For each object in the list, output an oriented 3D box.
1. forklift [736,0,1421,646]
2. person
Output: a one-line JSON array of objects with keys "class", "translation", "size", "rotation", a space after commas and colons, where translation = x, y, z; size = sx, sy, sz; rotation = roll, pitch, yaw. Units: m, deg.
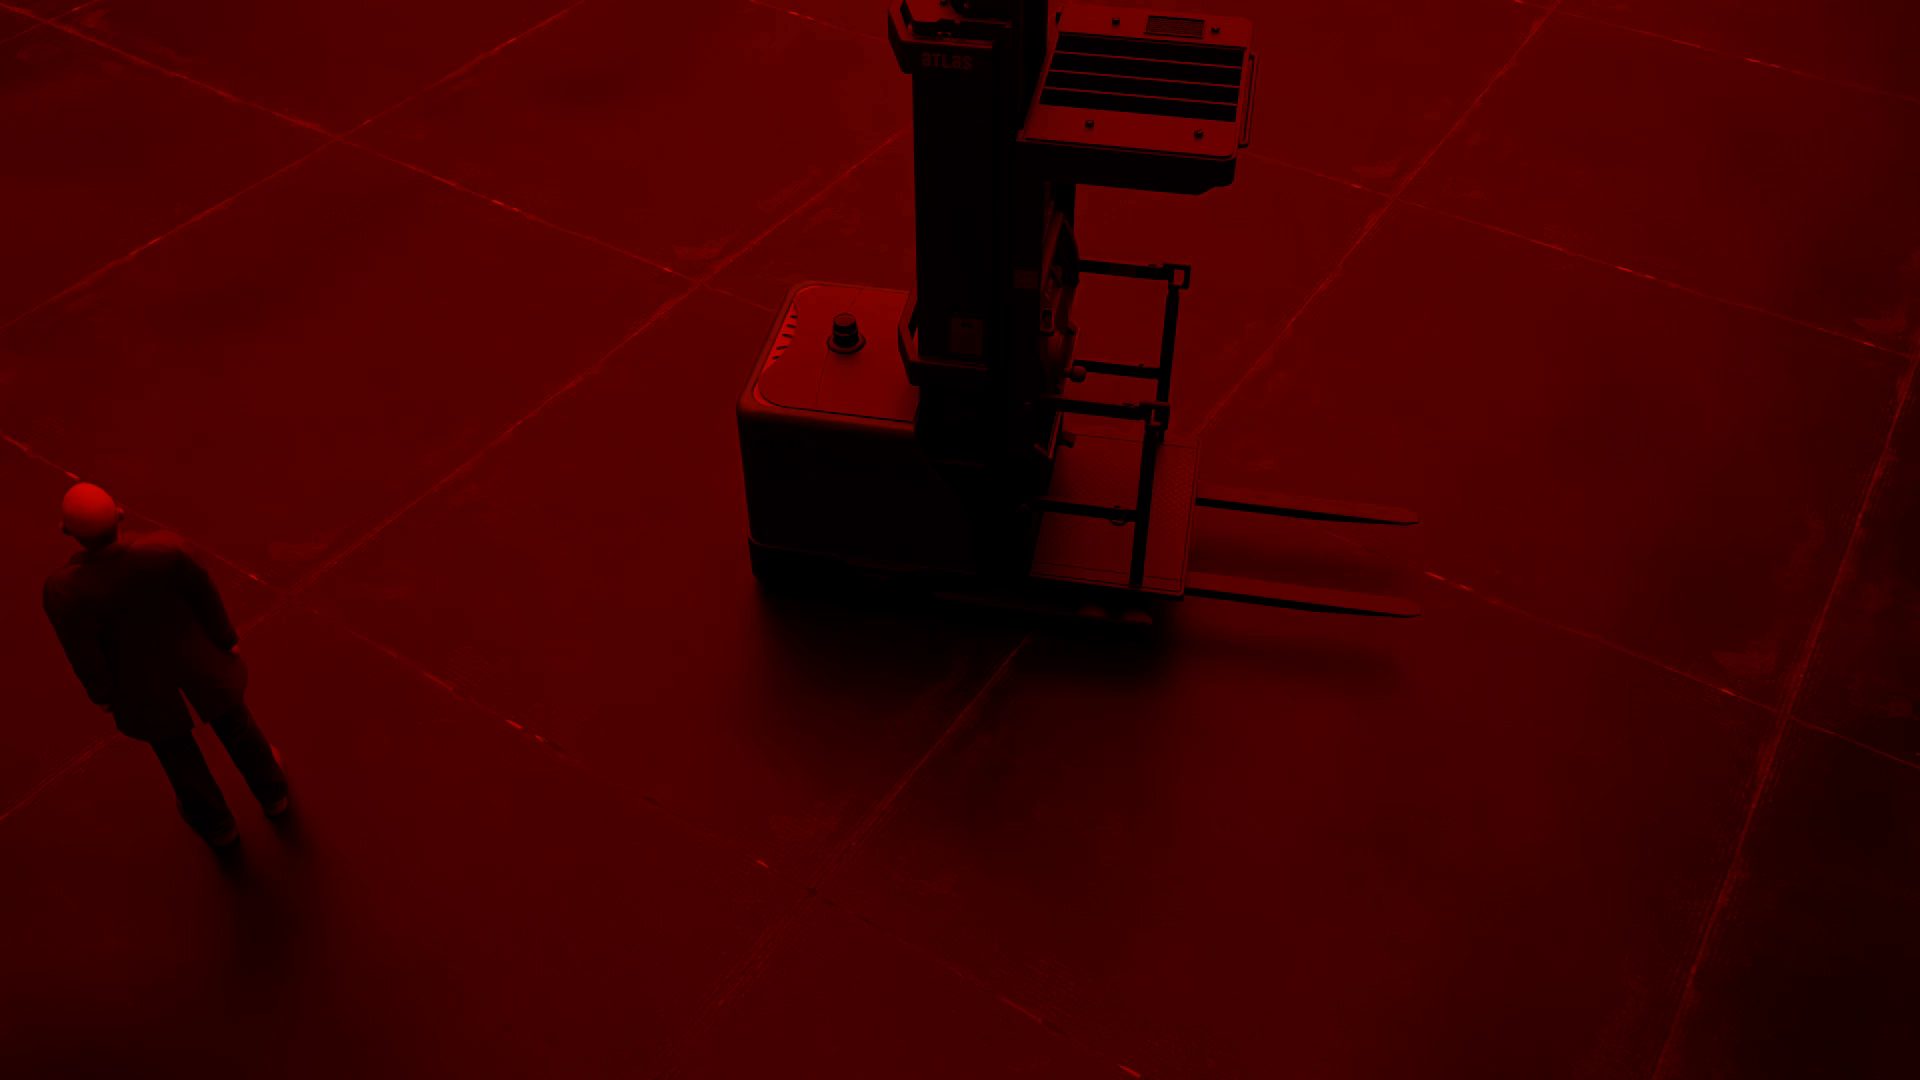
[{"class": "forklift", "translation": [0.598, -0.987, 6.890], "size": [3.031, 2.935, 1.130], "rotation": [7, 44, 8]}, {"class": "person", "translation": [-2.983, 0.449, 6.210], "size": [0.547, 1.782, 0.392], "rotation": [-28, 50, -27]}]
